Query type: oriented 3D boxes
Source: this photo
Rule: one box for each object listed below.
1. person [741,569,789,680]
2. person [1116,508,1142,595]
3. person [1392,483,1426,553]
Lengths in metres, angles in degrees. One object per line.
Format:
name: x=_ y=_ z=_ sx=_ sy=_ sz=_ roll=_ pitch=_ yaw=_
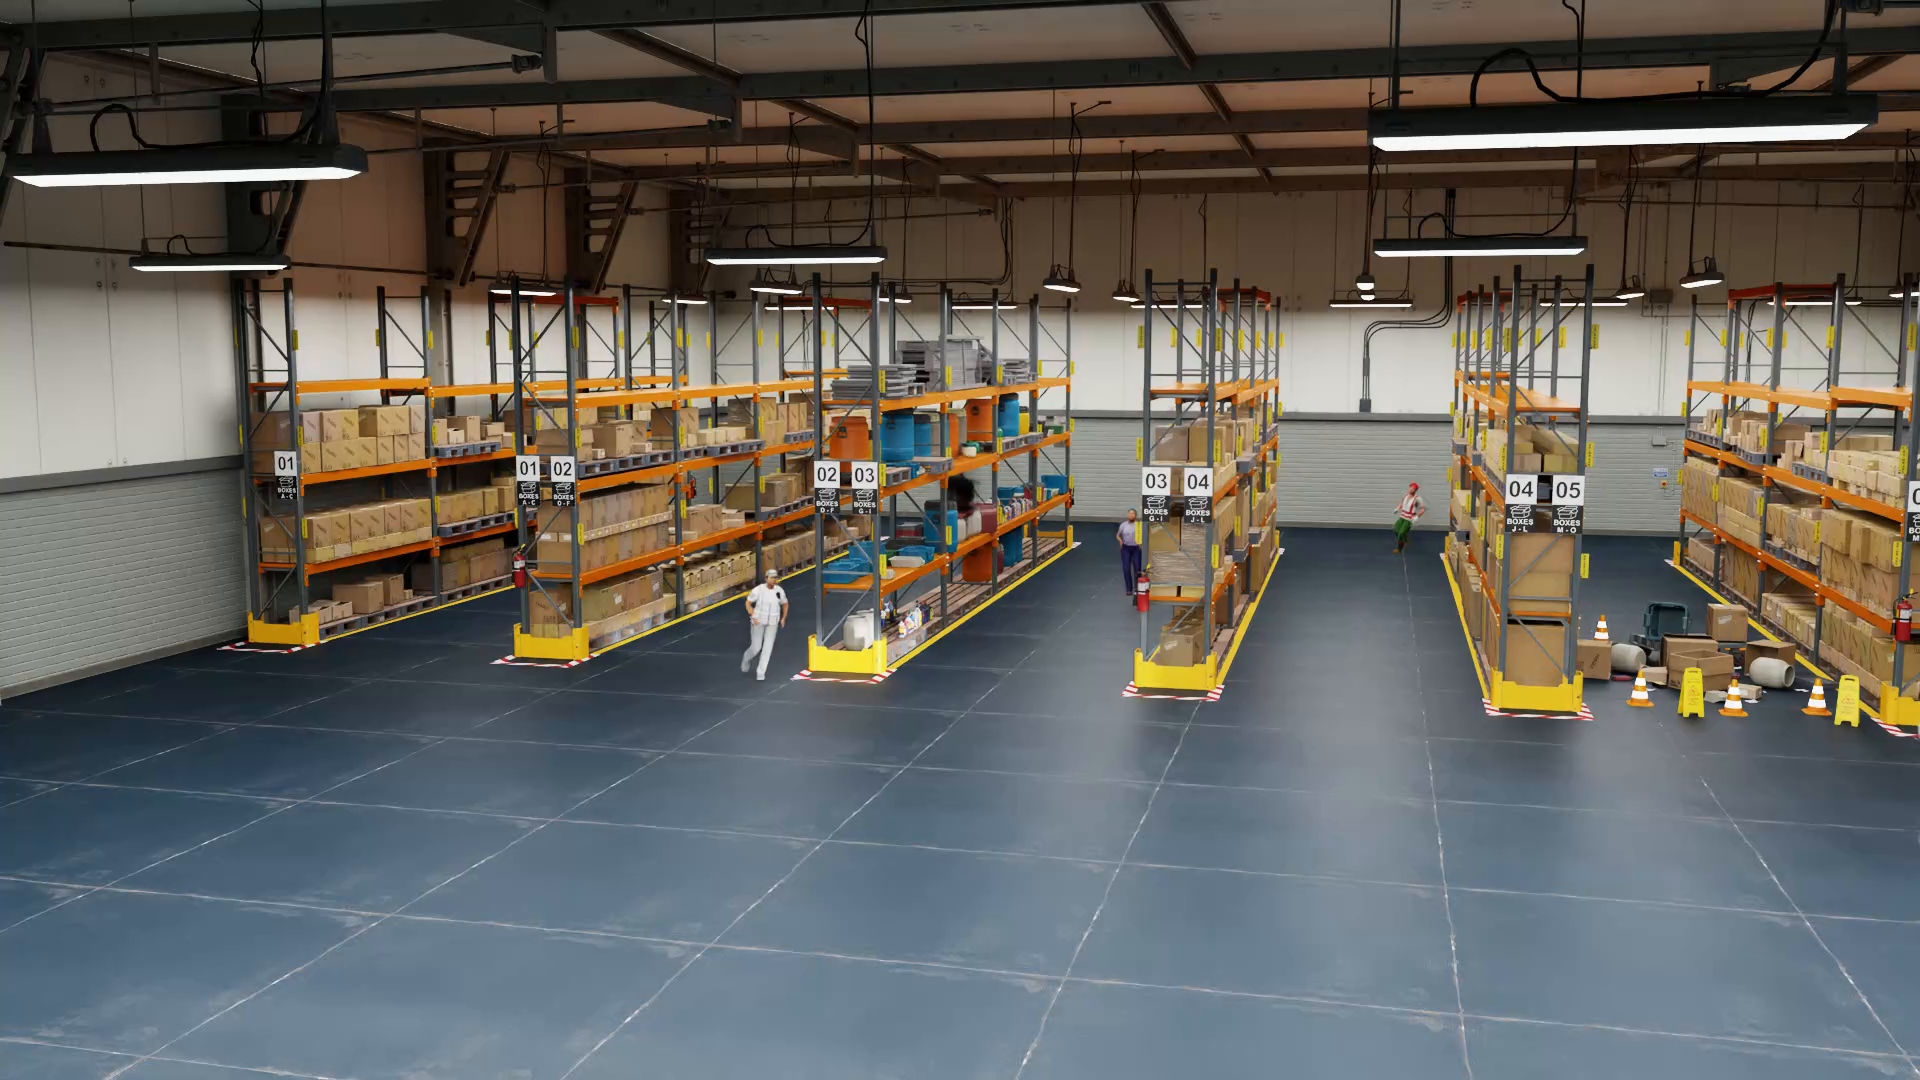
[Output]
person: x=-2.885 y=1.237 z=24.788 sx=0.691 sy=1.616 sz=0.649 roll=-3 pitch=7 yaw=-21
person: x=3.180 y=0.237 z=30.807 sx=0.602 sy=1.633 sz=0.513 roll=1 pitch=7 yaw=10
person: x=10.561 y=-0.515 z=39.060 sx=0.611 sy=1.691 sz=0.761 roll=-4 pitch=8 yaw=-31
